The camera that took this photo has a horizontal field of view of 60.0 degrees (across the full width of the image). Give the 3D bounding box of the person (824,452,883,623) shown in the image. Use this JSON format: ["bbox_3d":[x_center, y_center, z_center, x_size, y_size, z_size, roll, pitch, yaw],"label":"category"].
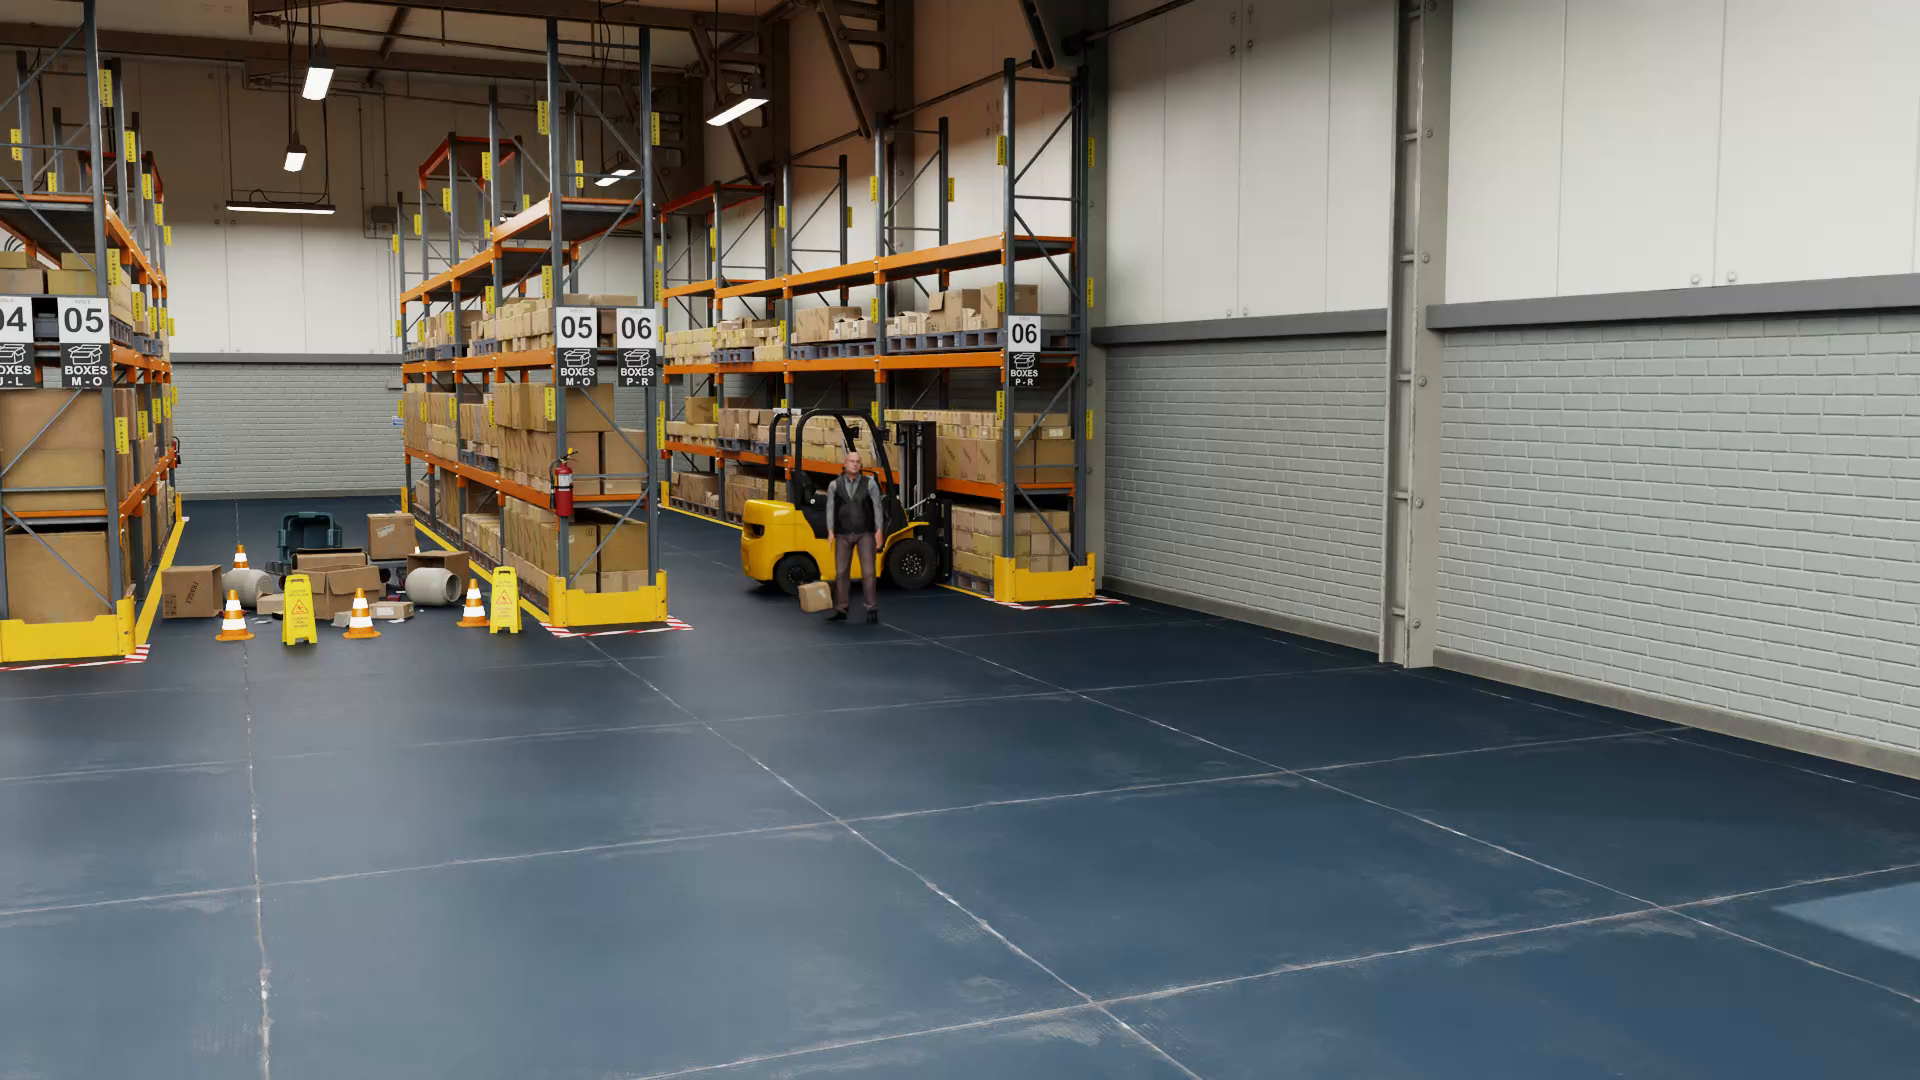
[{"bbox_3d":[-1.085,-0.032,16.957,0.607,1.728,0.383,0,5,5],"label":"person"}]
